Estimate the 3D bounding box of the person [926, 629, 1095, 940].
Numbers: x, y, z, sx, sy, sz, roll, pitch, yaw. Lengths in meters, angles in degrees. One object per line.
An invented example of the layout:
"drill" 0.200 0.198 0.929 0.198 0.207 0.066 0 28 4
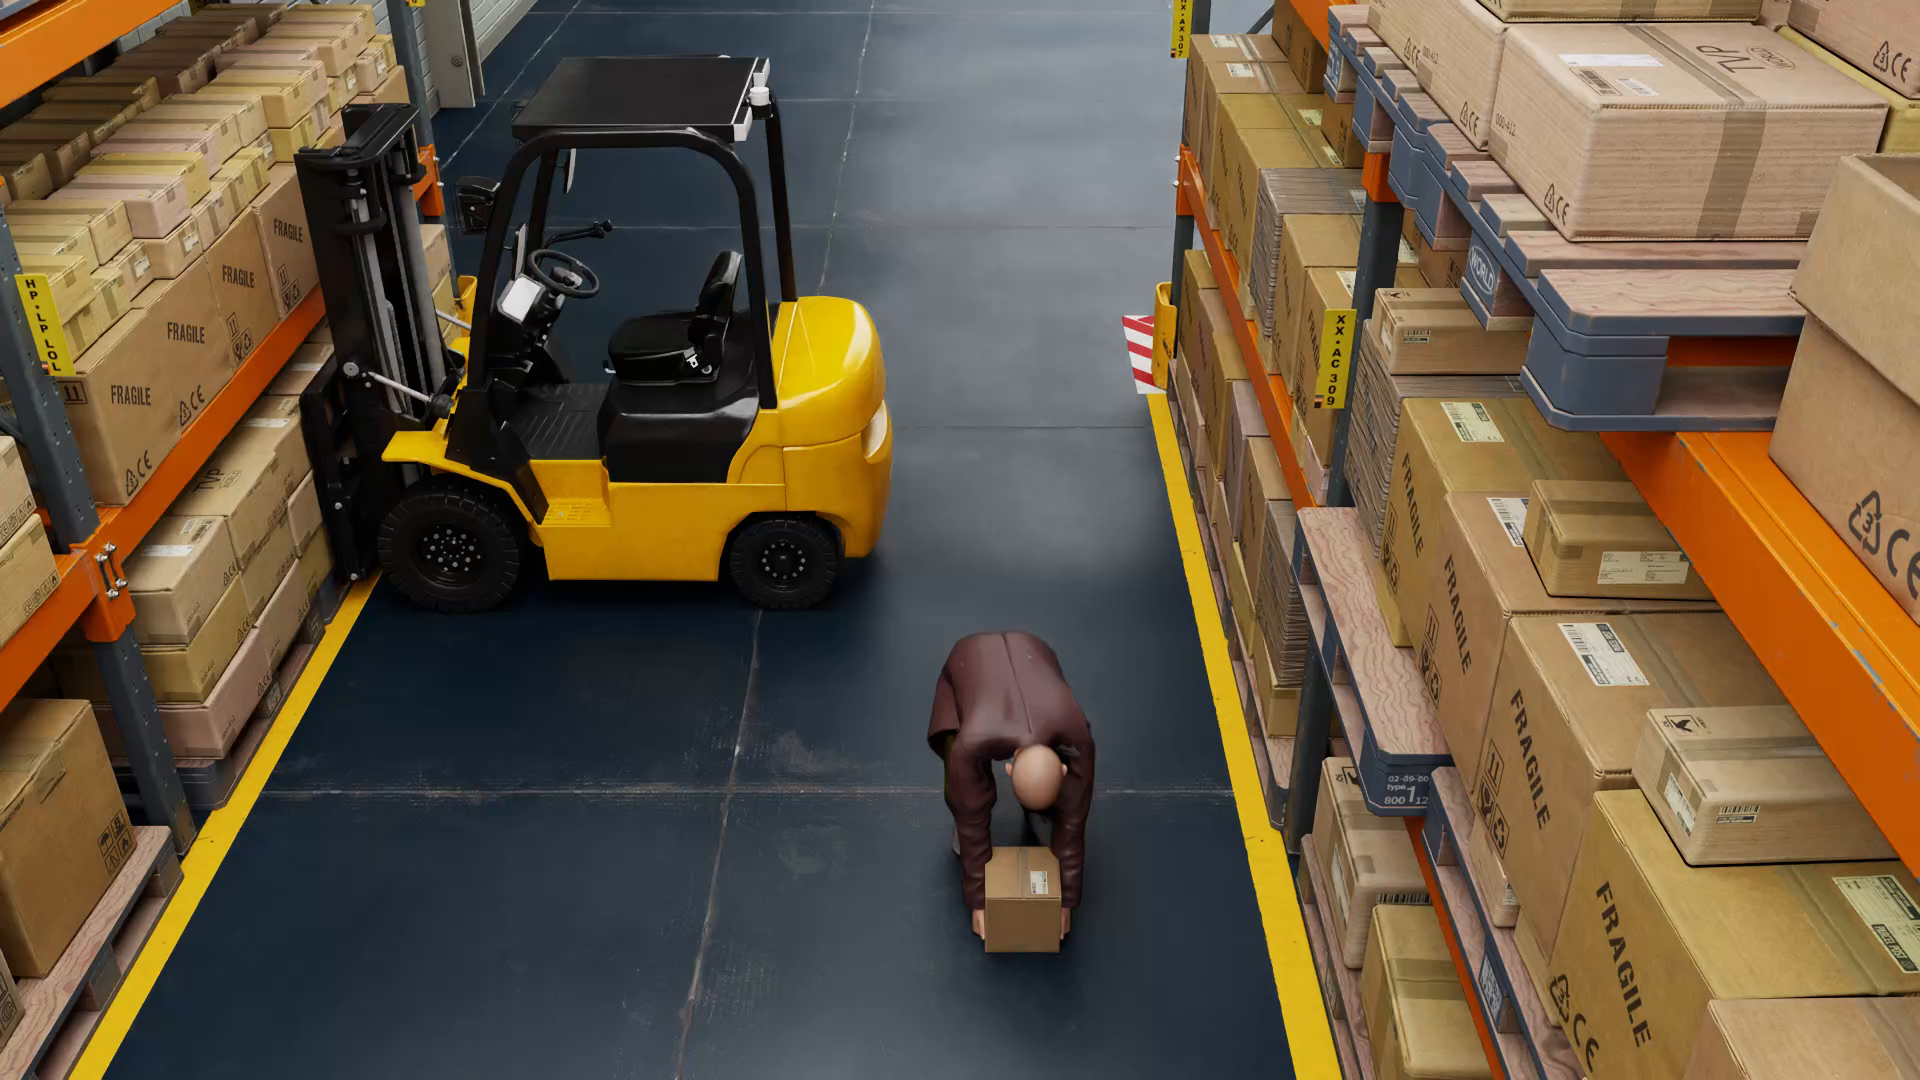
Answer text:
"person" 0.180 0.800 5.772 0.581 0.836 0.951 -3 31 -4
